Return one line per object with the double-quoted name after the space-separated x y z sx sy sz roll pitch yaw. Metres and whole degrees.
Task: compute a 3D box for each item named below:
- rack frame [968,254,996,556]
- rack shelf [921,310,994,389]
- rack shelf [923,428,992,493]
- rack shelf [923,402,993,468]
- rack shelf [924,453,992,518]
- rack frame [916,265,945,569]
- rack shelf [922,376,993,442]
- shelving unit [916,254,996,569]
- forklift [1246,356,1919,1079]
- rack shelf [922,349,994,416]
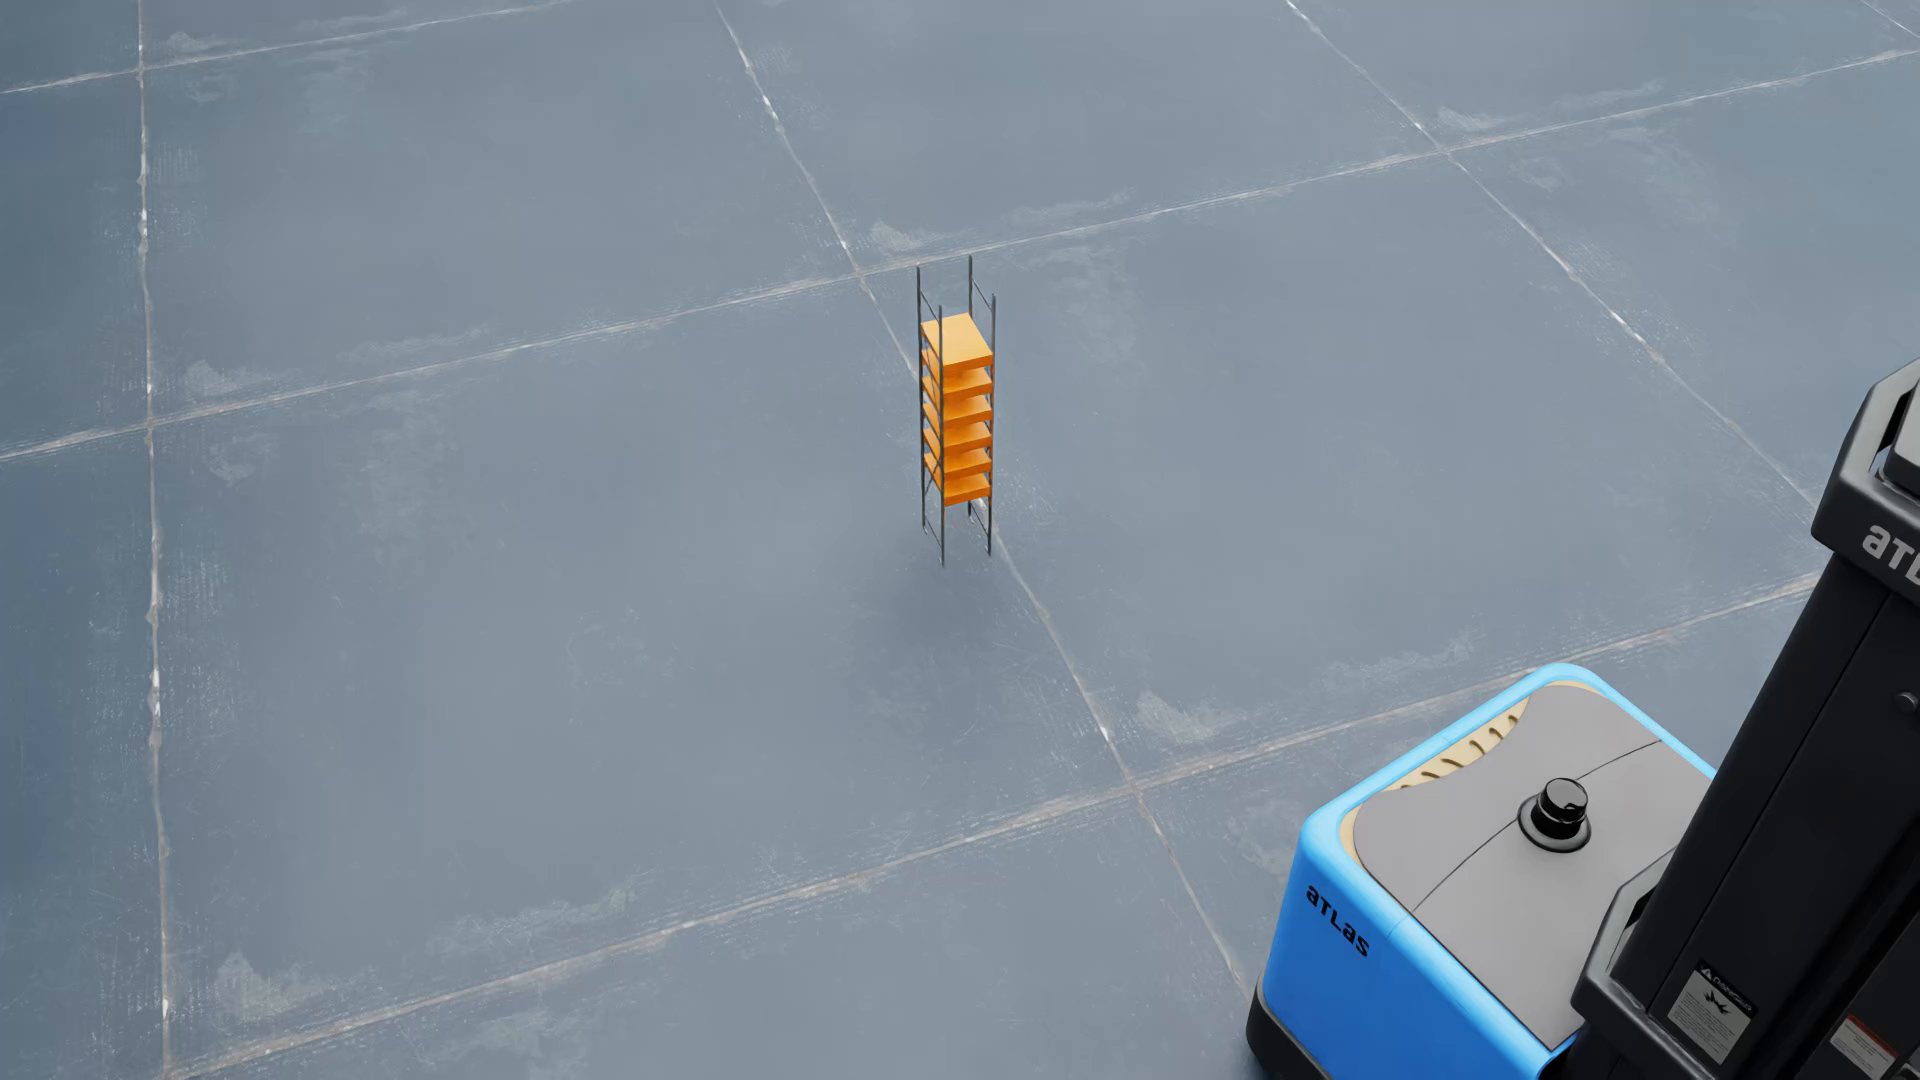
0.072 -0.442 5.843 0.006 1.200 0.240 -14 47 -14 "rack frame"
-0.014 -0.643 5.598 0.180 0.103 0.258 -14 47 -14 "rack shelf"
-0.014 -0.304 5.938 0.180 0.103 0.258 -14 47 -14 "rack shelf"
-0.014 -0.389 5.853 0.180 0.103 0.258 -14 47 -14 "rack shelf"
-0.014 -0.219 6.023 0.180 0.103 0.258 -14 47 -14 "rack shelf"
-0.100 -0.398 5.800 0.006 1.200 0.240 -14 47 -14 "rack frame"
-0.014 -0.473 5.768 0.180 0.103 0.258 -14 47 -14 "rack shelf"
-0.014 -0.420 5.822 0.189 1.200 0.258 -14 47 -14 "shelving unit"
2.067 1.079 3.105 1.130 2.935 3.031 -26 51 -24 "forklift"
-0.014 -0.558 5.683 0.180 0.103 0.258 -14 47 -14 "rack shelf"
